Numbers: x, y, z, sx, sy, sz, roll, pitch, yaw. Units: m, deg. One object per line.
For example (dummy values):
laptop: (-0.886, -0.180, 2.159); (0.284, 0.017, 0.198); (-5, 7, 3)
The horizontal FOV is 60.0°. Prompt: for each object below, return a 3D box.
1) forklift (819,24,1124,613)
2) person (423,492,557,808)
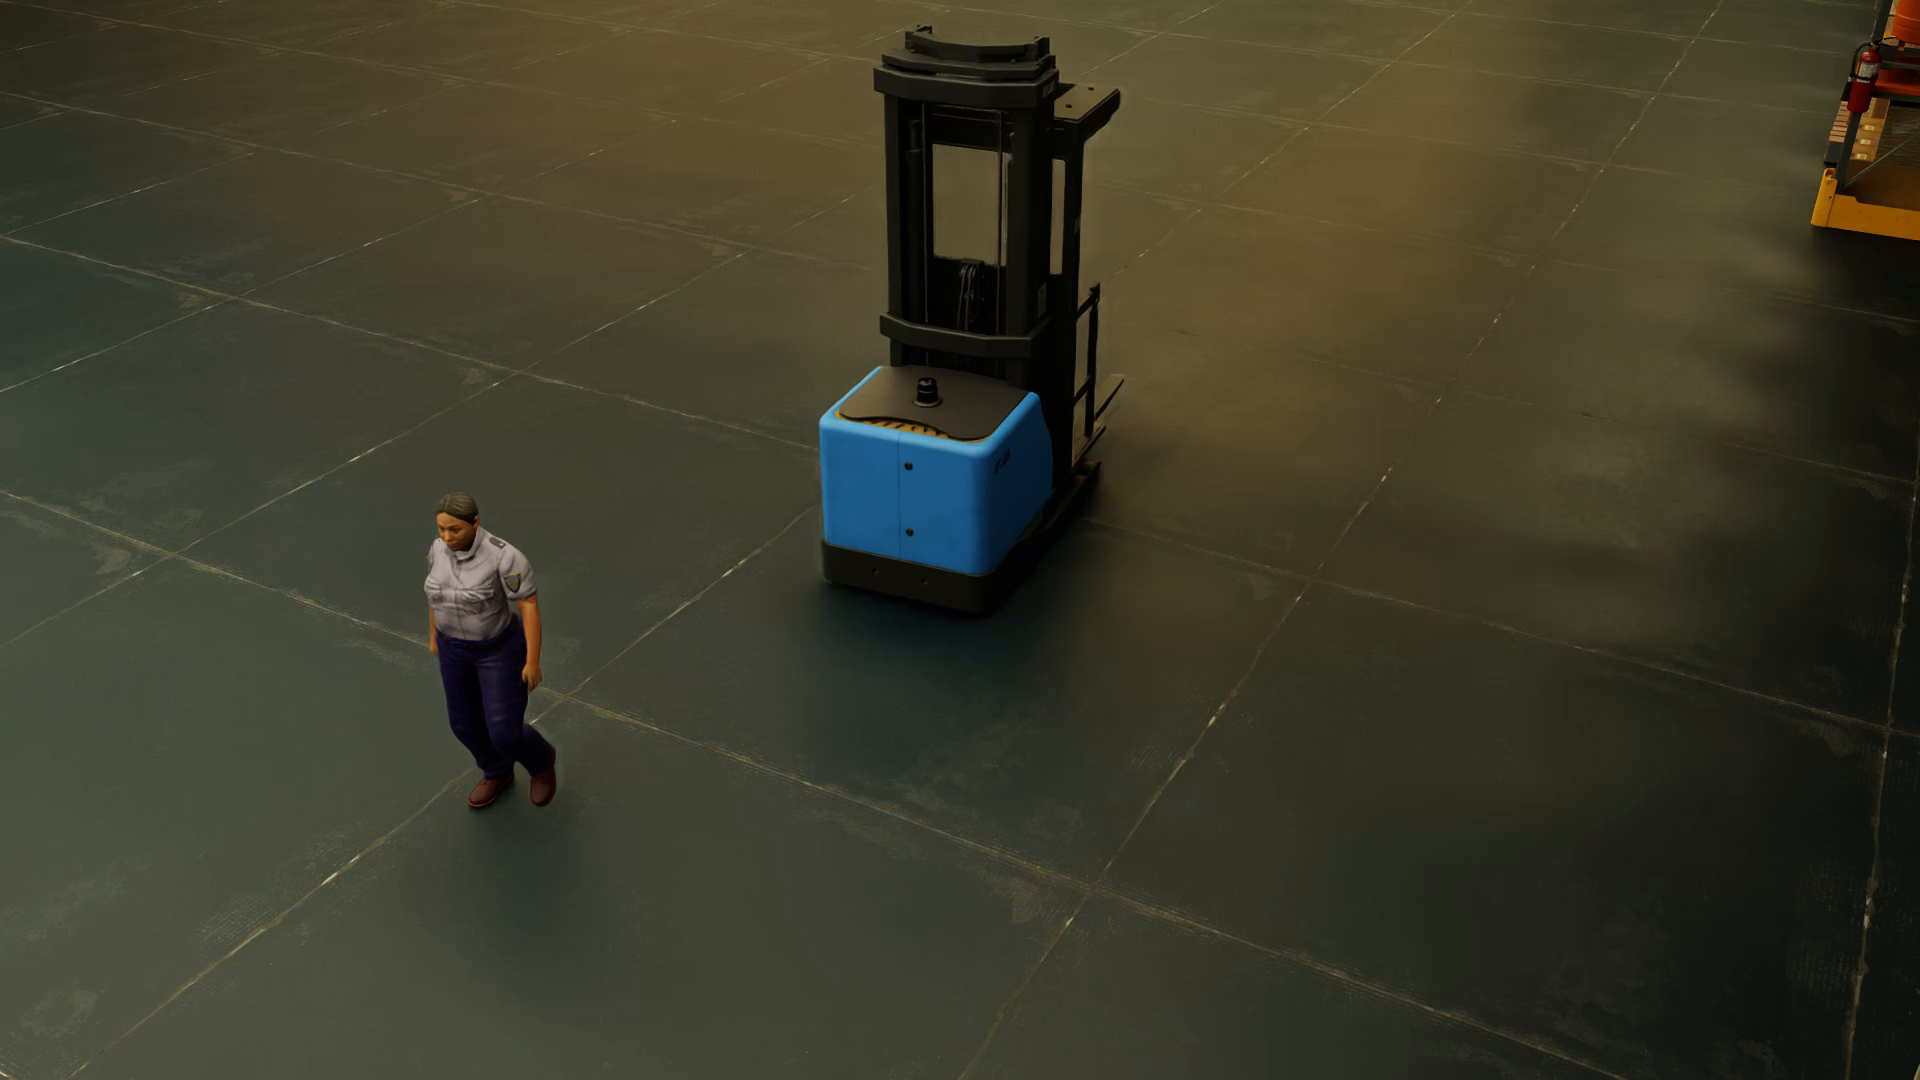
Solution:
forklift: (0.249, -1.587, 9.820); (1.130, 2.935, 3.031); (12, 32, 19)
person: (-2.157, 0.528, 7.462); (0.613, 1.631, 0.457); (8, 31, 14)
